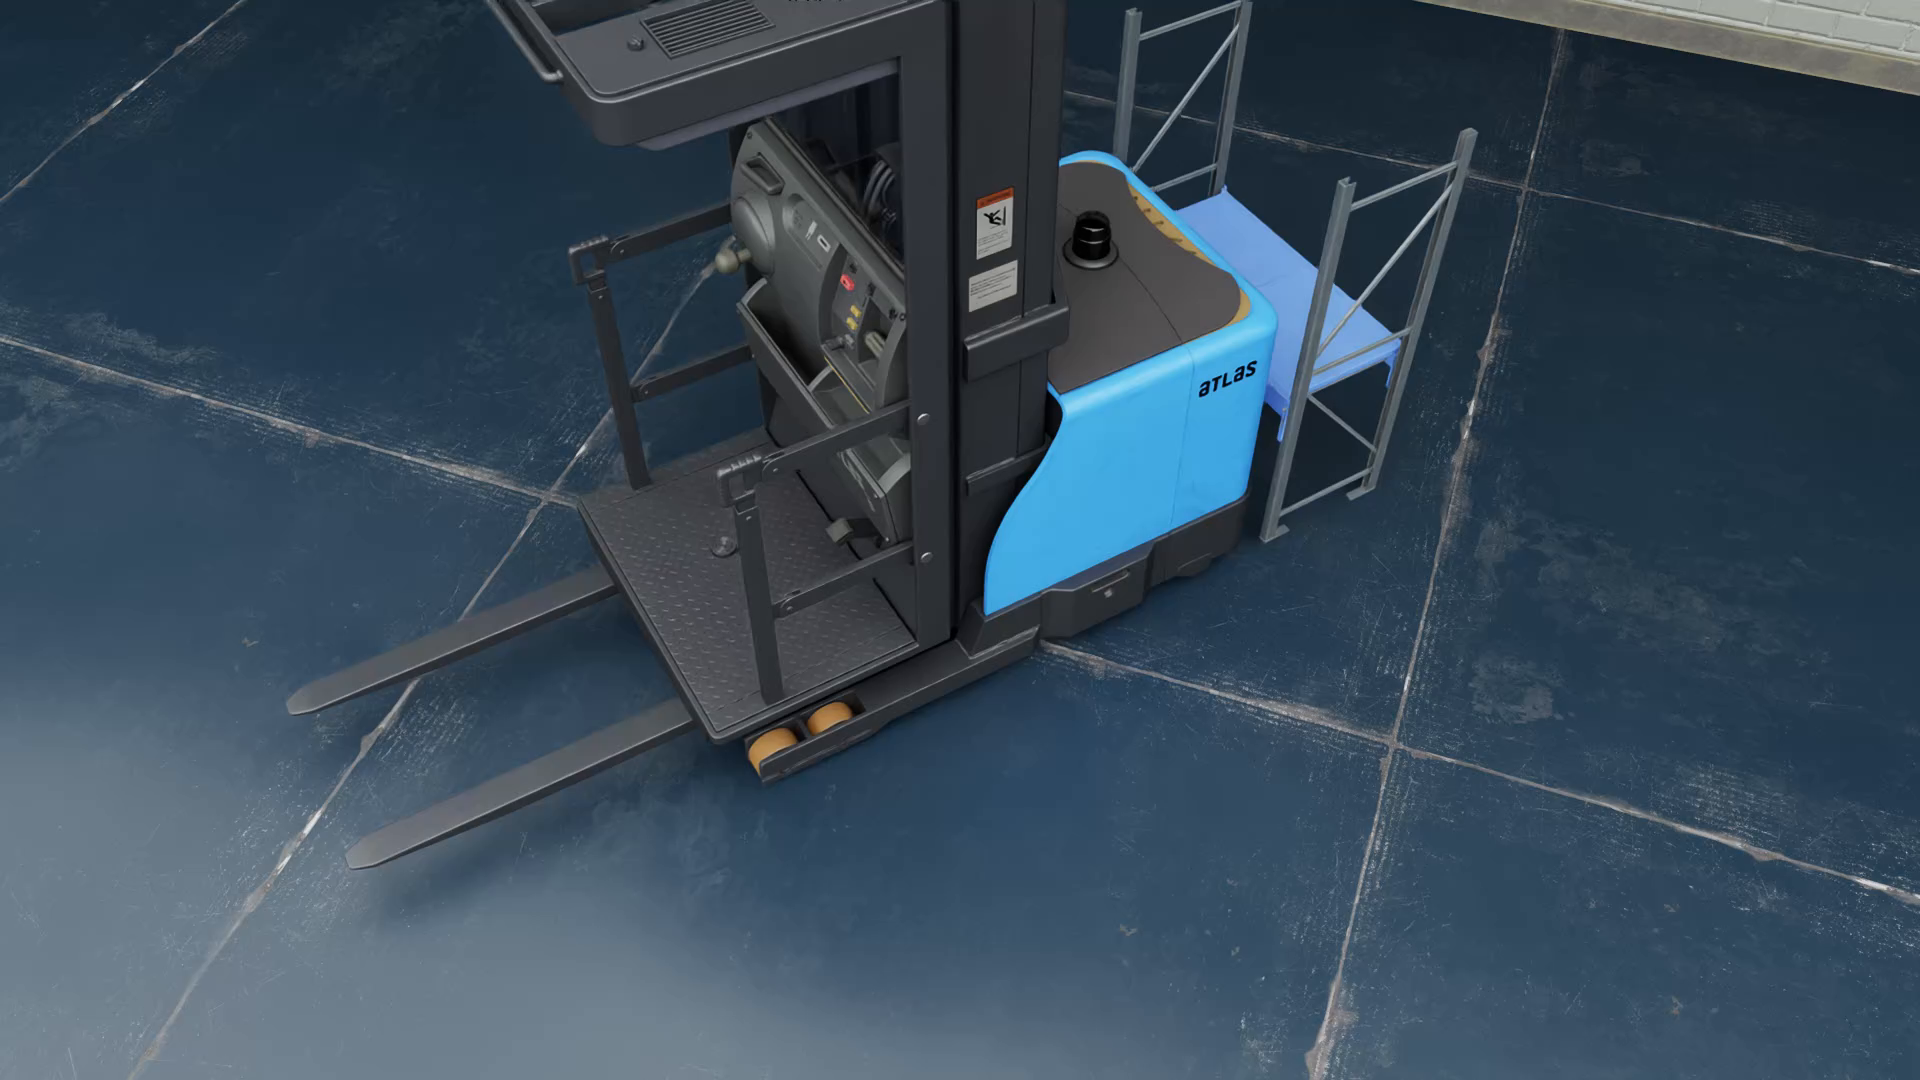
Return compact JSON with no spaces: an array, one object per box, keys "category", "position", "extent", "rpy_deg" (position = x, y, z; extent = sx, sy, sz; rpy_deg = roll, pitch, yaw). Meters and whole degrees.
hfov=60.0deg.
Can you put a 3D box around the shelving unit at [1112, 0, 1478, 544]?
[{"category":"shelving unit","position":[0.996,-0.916,5.548],"extent":[0.538,1.500,1.048],"rpy_deg":[-25,53,-21]}]

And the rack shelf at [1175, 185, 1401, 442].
[{"category":"rack shelf","position":[0.994,-0.798,5.683],"extent":[0.538,0.185,1.000],"rpy_deg":[-25,53,-21]}]

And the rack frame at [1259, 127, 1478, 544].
[{"category":"rack frame","position":[1.262,-0.589,5.264],"extent":[0.500,1.500,0.032],"rpy_deg":[-25,53,-21]}]

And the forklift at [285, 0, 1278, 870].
[{"category":"forklift","position":[-0.568,-0.684,4.403],"extent":[3.031,2.935,1.130],"rpy_deg":[-24,53,-19]}]

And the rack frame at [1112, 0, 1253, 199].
[{"category":"rack frame","position":[0.729,-1.243,5.831],"extent":[0.500,1.500,0.032],"rpy_deg":[-25,53,-21]}]
